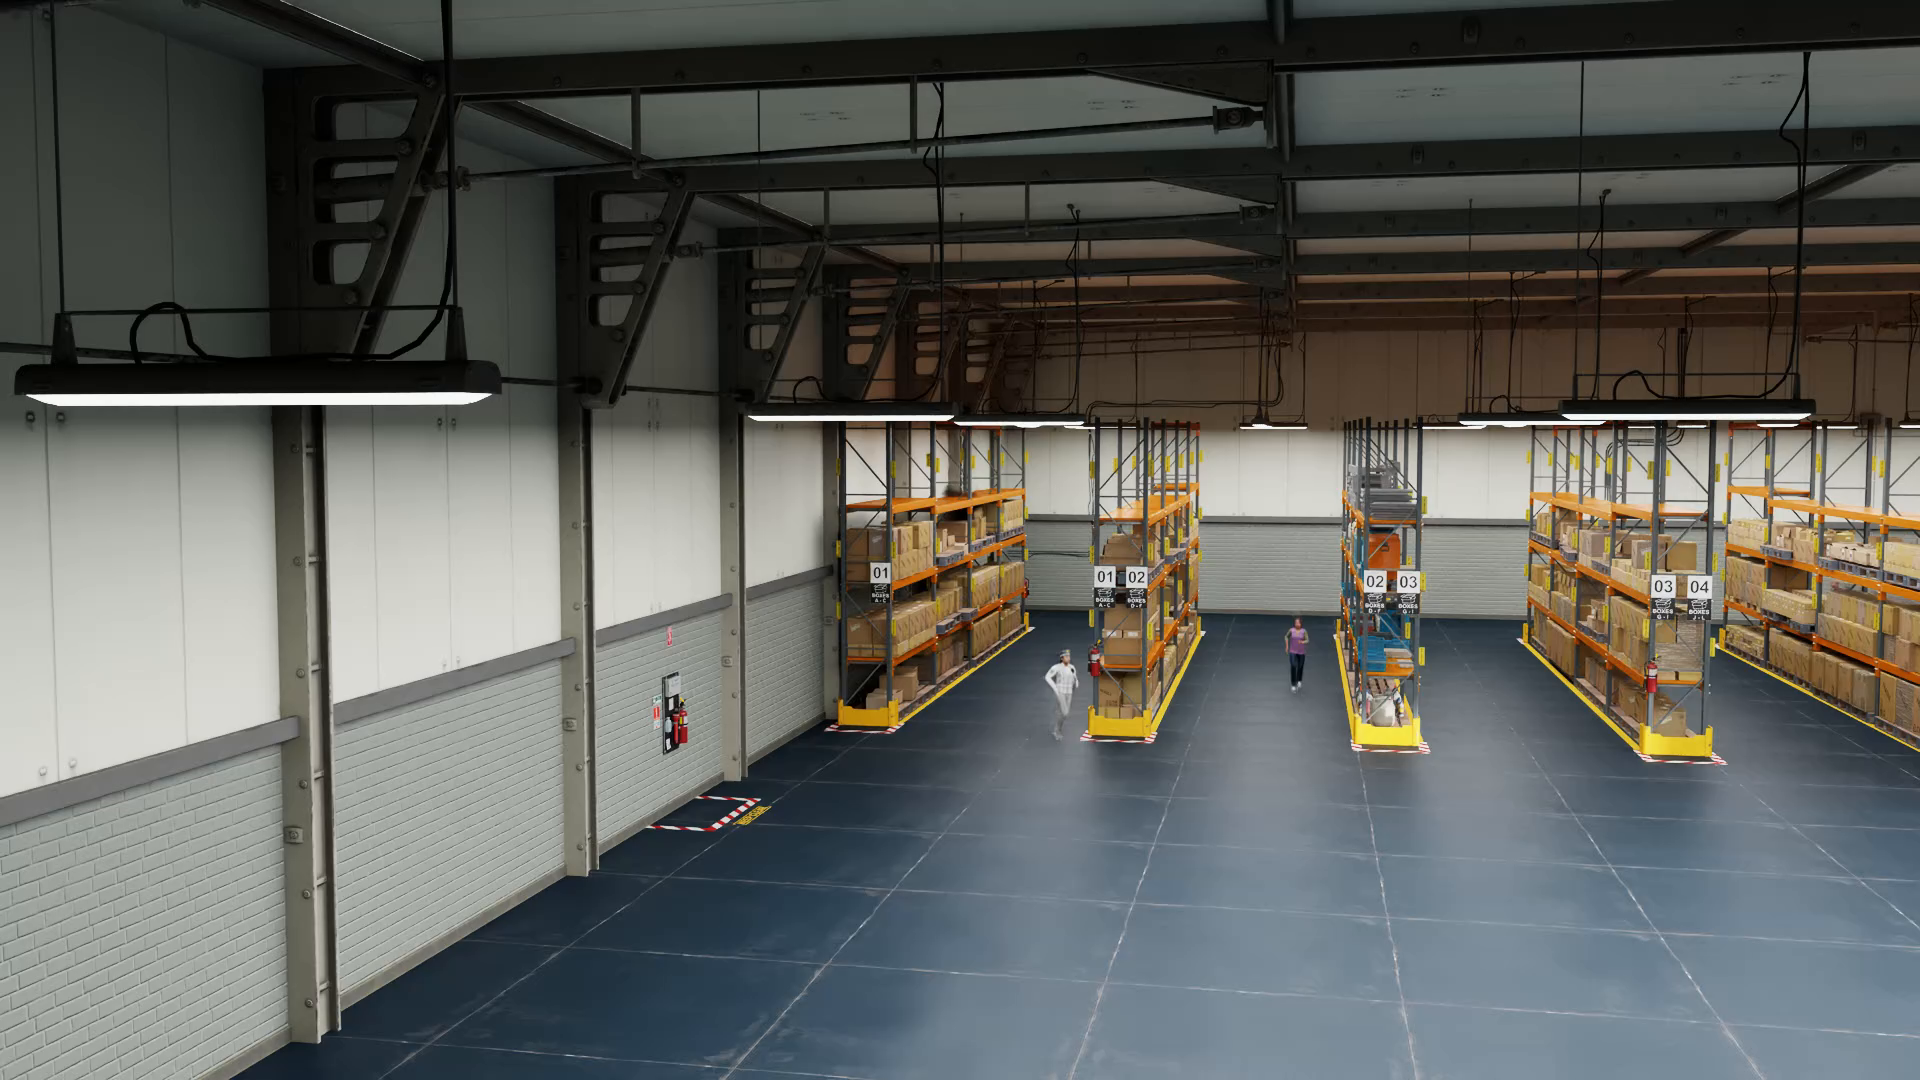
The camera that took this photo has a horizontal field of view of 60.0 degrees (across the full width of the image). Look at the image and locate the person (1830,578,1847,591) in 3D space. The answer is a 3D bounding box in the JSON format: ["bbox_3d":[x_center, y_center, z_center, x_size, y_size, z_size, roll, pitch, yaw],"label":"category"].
[{"bbox_3d":[23.502,1.935,44.609,0.927,1.824,0.654,1,4,9],"label":"person"}]

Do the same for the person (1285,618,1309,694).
[{"bbox_3d":[7.444,2.534,36.723,0.510,1.642,0.731,1,4,8],"label":"person"}]

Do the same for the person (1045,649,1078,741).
[{"bbox_3d":[1.958,2.888,30.971,0.597,1.702,0.607,-2,4,-33],"label":"person"}]
